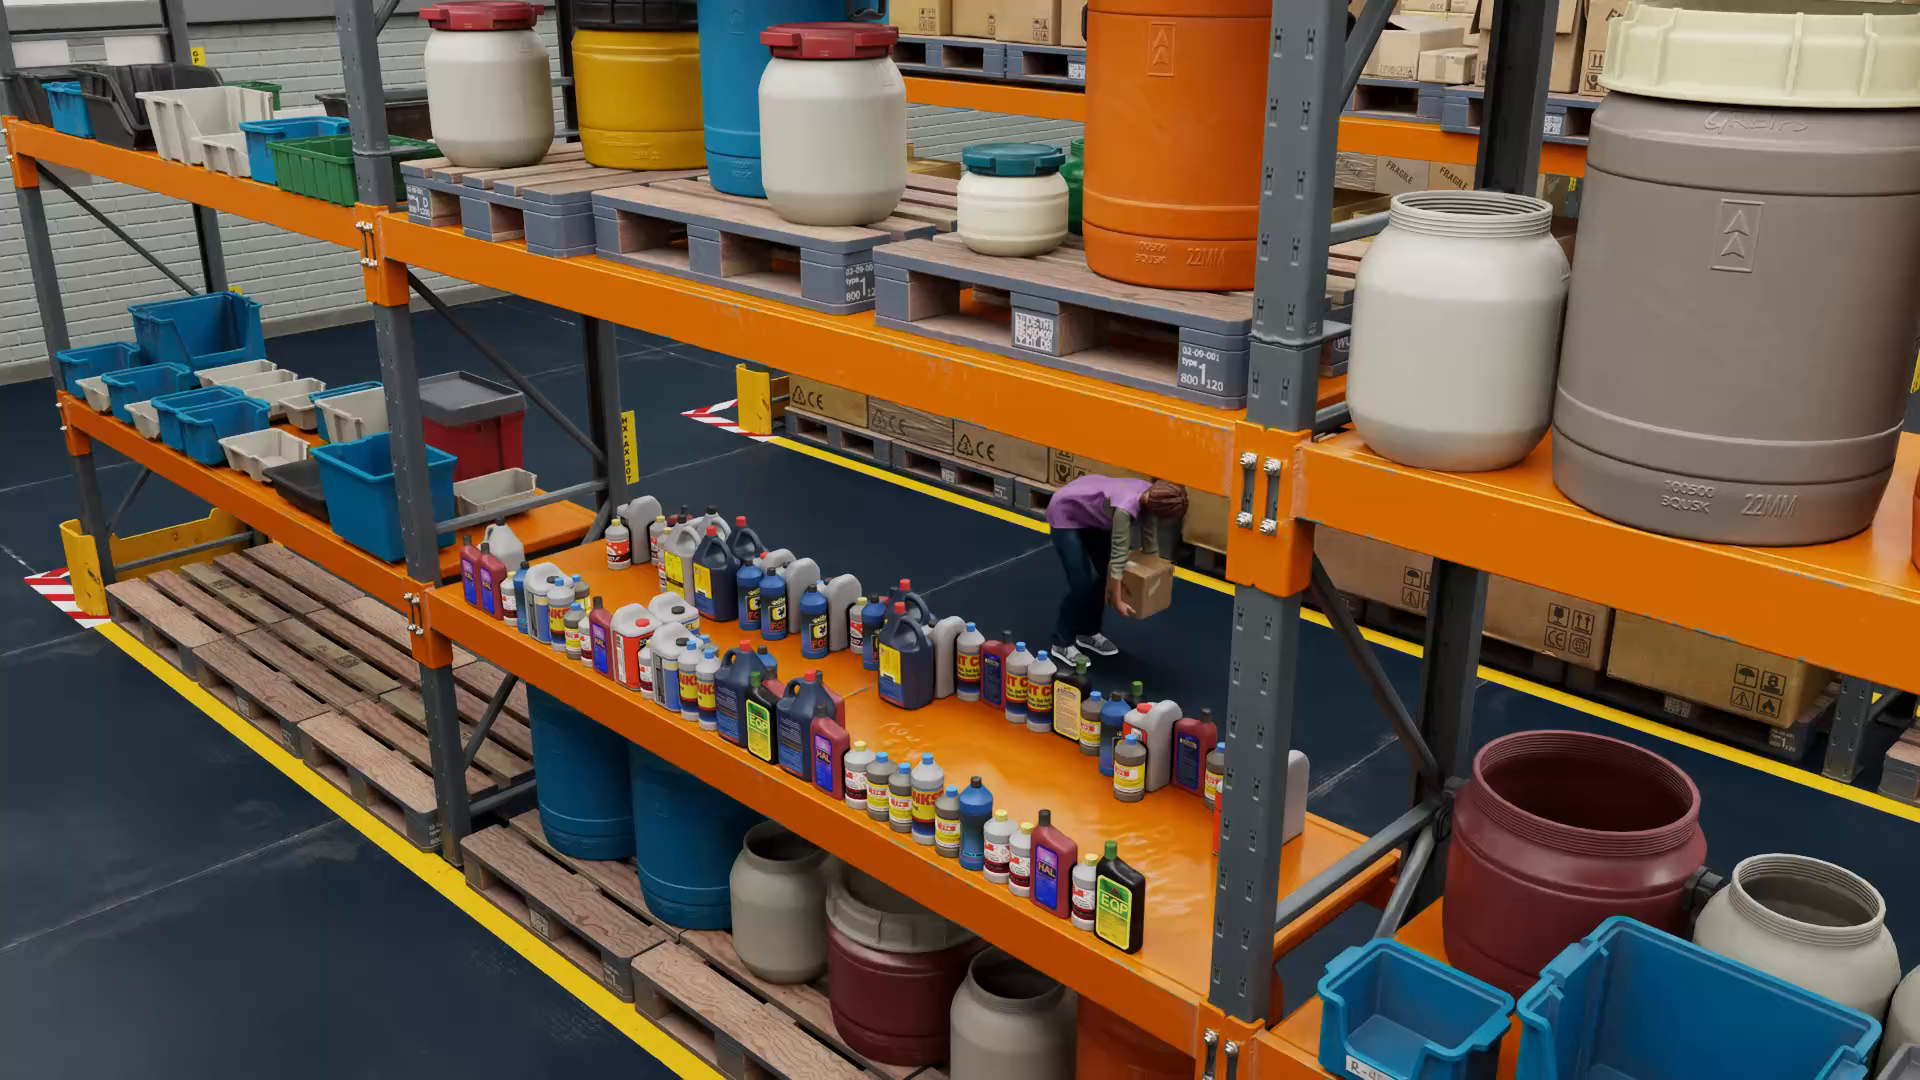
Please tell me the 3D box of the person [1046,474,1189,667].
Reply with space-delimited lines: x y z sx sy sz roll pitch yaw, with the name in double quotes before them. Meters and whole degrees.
"person" 0.828 0.156 8.833 0.848 1.139 0.385 18 27 39
